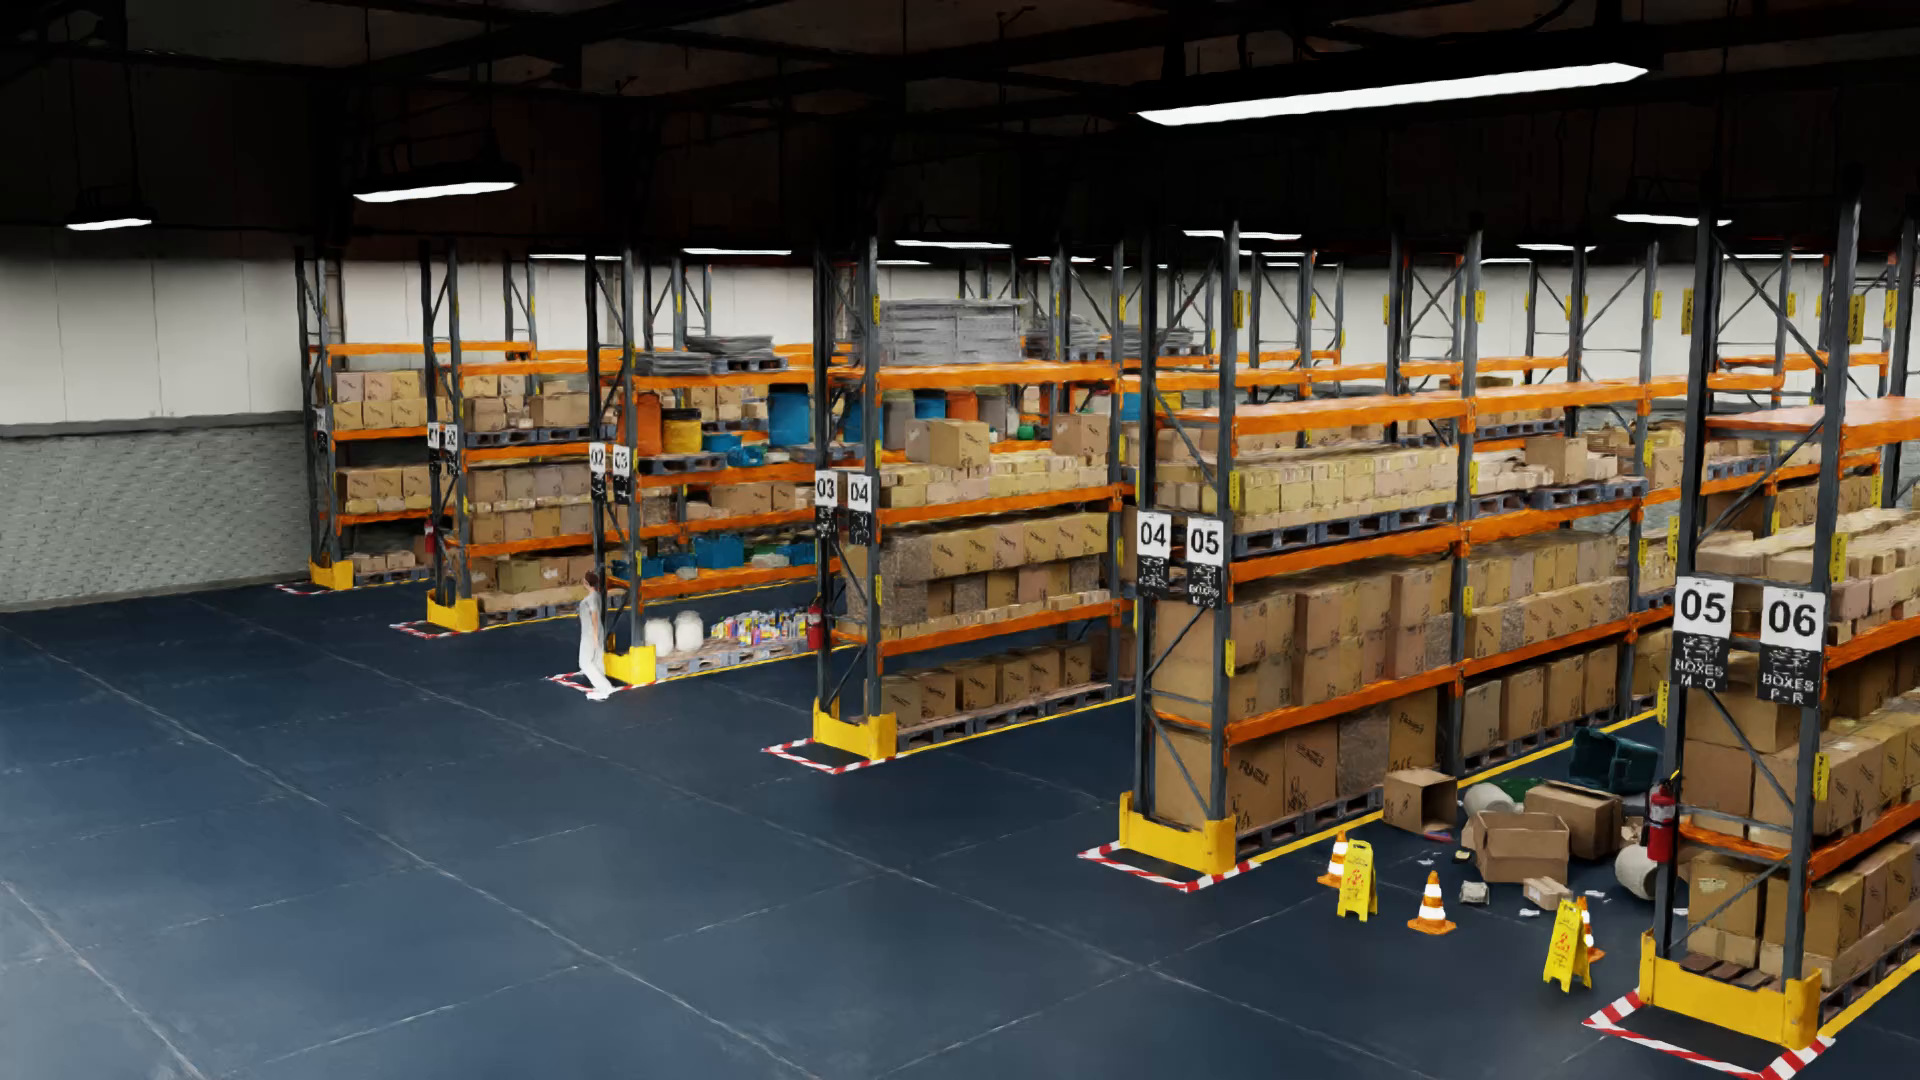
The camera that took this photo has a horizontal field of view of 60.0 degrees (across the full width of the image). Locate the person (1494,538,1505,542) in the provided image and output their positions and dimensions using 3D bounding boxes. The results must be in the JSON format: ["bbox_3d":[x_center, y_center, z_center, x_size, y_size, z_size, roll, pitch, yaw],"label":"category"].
[{"bbox_3d":[8.050,0.754,24.750,0.598,1.619,0.507,8,12,44],"label":"person"}]

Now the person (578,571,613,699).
[{"bbox_3d":[-4.670,1.227,21.330,0.446,1.658,0.594,0,8,0],"label":"person"}]
